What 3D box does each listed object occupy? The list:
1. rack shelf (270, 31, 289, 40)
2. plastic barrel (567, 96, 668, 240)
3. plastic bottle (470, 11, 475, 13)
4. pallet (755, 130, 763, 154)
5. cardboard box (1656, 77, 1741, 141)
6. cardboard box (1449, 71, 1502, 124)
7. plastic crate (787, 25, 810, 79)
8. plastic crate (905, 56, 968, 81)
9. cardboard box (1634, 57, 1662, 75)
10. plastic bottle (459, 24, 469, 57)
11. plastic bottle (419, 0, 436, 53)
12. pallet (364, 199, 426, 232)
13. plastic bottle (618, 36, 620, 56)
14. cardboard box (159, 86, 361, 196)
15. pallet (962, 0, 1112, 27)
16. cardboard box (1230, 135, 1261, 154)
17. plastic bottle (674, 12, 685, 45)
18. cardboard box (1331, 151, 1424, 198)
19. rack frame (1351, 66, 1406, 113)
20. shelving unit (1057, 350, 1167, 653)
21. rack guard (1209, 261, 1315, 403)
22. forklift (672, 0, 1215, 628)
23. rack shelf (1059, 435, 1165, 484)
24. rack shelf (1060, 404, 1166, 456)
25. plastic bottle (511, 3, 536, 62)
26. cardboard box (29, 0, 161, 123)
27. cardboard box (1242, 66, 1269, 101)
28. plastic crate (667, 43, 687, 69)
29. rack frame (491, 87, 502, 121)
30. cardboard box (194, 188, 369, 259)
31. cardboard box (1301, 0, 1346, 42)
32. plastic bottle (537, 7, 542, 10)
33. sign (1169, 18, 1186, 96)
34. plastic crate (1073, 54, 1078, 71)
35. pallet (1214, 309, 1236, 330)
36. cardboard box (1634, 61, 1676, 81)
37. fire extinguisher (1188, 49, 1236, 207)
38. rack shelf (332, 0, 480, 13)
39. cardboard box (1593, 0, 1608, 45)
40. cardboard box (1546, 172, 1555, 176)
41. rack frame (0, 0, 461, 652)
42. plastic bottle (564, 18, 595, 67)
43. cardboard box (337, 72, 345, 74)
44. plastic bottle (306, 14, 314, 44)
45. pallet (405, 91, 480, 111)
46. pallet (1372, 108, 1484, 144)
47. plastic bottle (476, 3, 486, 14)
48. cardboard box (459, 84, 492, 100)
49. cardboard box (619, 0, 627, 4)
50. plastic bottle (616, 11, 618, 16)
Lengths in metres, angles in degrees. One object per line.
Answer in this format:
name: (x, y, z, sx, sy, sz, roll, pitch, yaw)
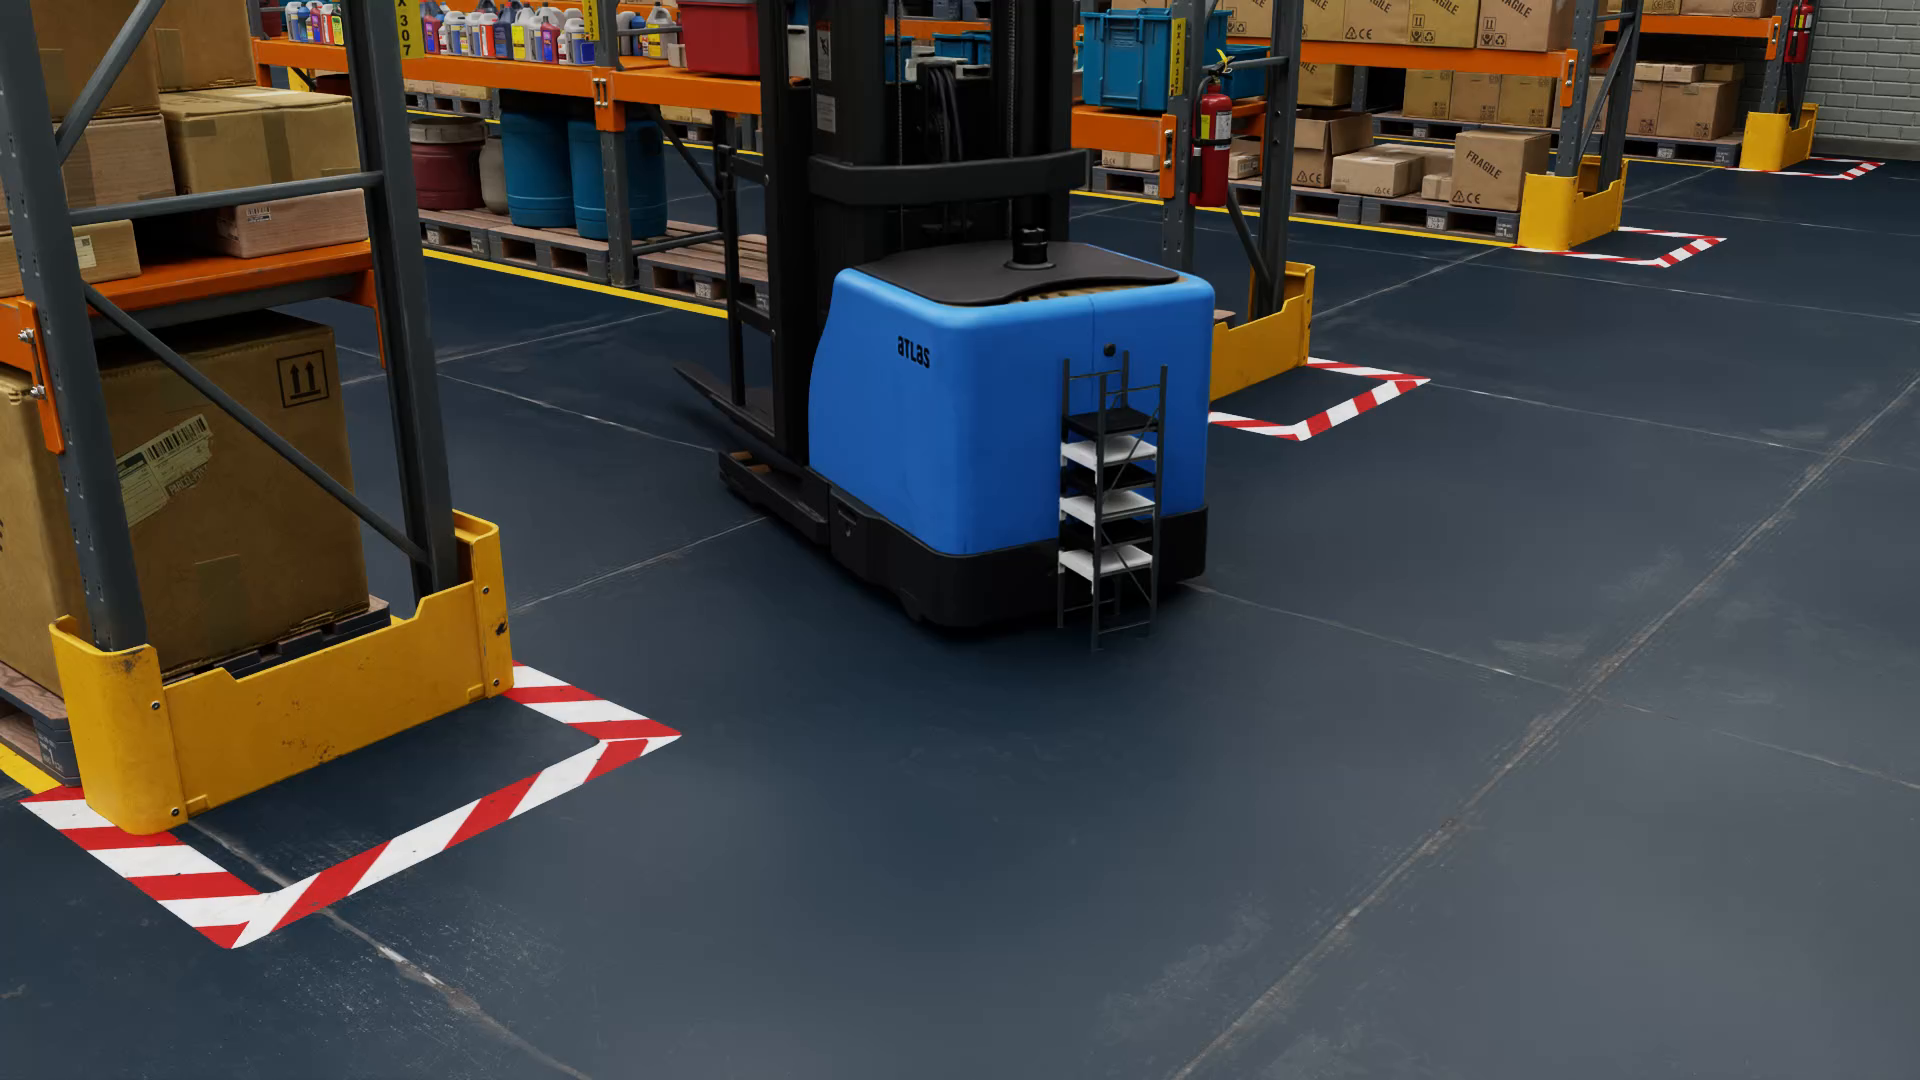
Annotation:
rack shelf: (-6.453, -4.100, 13.810, 4.000, 0.370, 1.077, 16, 26, 36)
plastic barrel: (-2.215, -2.439, 10.764, 0.708, 0.901, 0.600, 16, 26, 36)
plastic bottle: (-3.207, -3.352, 10.988, 0.097, 0.271, 0.097, 0, 21, 0)
pallet: (-1.214, -3.862, 16.111, 1.213, 0.211, 1.003, 16, 26, 36)
cardboard box: (6.953, -4.070, 15.657, 0.500, 0.500, 0.700, 16, 26, 36)
cardboard box: (5.362, -4.526, 16.866, 0.500, 0.500, 0.700, 16, 26, 36)
plastic crate: (-0.738, -2.680, 9.107, 0.530, 0.282, 0.437, 16, 26, 36)
plastic crate: (-0.139, -2.428, 8.645, 0.250, 0.136, 0.298, 16, 26, 36)
cardboard box: (6.590, -4.569, 16.061, 0.250, 0.149, 0.380, 16, 26, 37)
plastic bottle: (-3.199, -3.247, 10.810, 0.097, 0.201, 0.097, 0, 21, 0)
plastic bottle: (-3.577, -3.437, 11.101, 0.185, 0.351, 0.144, 16, 26, 36)
pallet: (-4.266, -2.522, 12.556, 1.213, 0.211, 1.003, 16, 26, 36)
plastic bottle: (-2.270, -3.256, 10.834, 0.097, 0.201, 0.097, 0, 21, 0)
cardboard box: (-2.038, -1.102, 4.630, 0.500, 0.250, 0.500, 15, 25, 35)
pallet: (0.781, -4.570, 14.308, 1.213, 0.211, 1.003, 16, 26, 36)
cardboard box: (2.533, -3.183, 13.544, 0.500, 0.311, 0.500, 16, 26, 36)
plastic bottle: (-1.819, -3.242, 10.680, 0.133, 0.283, 0.061, 16, 26, 36)
cardboard box: (3.136, -2.753, 12.490, 0.500, 0.250, 0.500, 16, 26, 36)
rack frame: (4.460, -5.807, 17.315, 0.127, 3.000, 1.000, 16, 26, 36)
shelving unit: (0.470, -0.119, 5.209, 0.258, 0.900, 0.210, -11, 23, -27)
rack guard: (1.322, -1.035, 8.203, 0.348, 0.500, 1.175, 16, 26, 36)
forklift: (-0.312, -1.571, 6.182, 1.130, 2.935, 3.031, -11, 23, -27)
rack shelf: (0.470, -0.257, 5.157, 0.258, 0.077, 0.200, -11, 23, -27)
rack shelf: (0.470, -0.341, 5.126, 0.258, 0.077, 0.200, -11, 23, -27)
plastic bottle: (-2.723, -3.191, 10.449, 0.185, 0.351, 0.144, 16, 26, 36)
cardboard box: (-2.381, -1.309, 4.116, 0.500, 0.500, 0.500, 16, 26, 37)
cardboard box: (3.184, -5.304, 18.434, 0.750, 0.750, 0.750, 17, 27, 38)
plastic crate: (-1.534, -2.860, 9.791, 0.243, 0.136, 0.396, 16, 26, 36)
rack frame: (-4.867, -6.237, 18.455, 0.127, 3.000, 1.000, 16, 26, 36)
cardboard box: (-1.903, -0.904, 4.670, 0.250, 0.149, 0.380, 16, 26, 37)
cardboard box: (2.733, -3.972, 12.307, 0.500, 0.500, 0.500, 16, 26, 36)
plastic bottle: (-2.891, -3.537, 11.480, 0.097, 0.271, 0.097, 0, 21, 0)
sign: (0.959, -2.128, 7.330, 0.005, 0.325, 0.100, 16, 26, 36)
plastic crate: (0.590, -2.501, 8.839, 0.298, 0.136, 0.250, 16, 26, 36)
pallet: (0.680, -1.096, 8.775, 1.213, 0.211, 1.003, 16, 26, 36)
cardboard box: (6.540, -4.409, 15.637, 0.250, 0.149, 0.380, 17, 26, 38)
fire extinguisher: (1.124, -1.837, 7.428, 0.183, 0.674, 0.296, 16, 26, 36)
rack shelf: (-6.417, -6.346, 19.765, 4.000, 0.370, 1.077, 16, 26, 36)
cardboard box: (4.253, -3.777, 11.791, 0.500, 0.500, 0.500, 17, 26, 37)
cardboard box: (4.322, -2.619, 12.278, 0.250, 0.149, 0.380, 16, 26, 36)
rack frame: (-1.837, -0.852, 4.177, 0.127, 3.000, 1.000, 16, 26, 36)
plastic bottle: (-2.314, -3.040, 10.154, 0.135, 0.276, 0.152, 16, 26, 36)
cardboard box: (-7.302, -5.748, 20.461, 0.500, 0.250, 0.500, 16, 26, 36)
plastic bottle: (-4.624, -3.658, 11.899, 0.097, 0.201, 0.097, 0, 21, 0)
pallet: (-6.406, -5.393, 20.169, 1.213, 0.211, 1.003, 16, 26, 36)
pallet: (5.000, -4.311, 17.301, 1.213, 0.211, 1.003, 16, 26, 36)
plastic bottle: (-3.382, -3.627, 11.700, 0.133, 0.283, 0.061, 16, 26, 36)
cardboard box: (-5.365, -5.190, 18.982, 0.500, 0.250, 0.500, 16, 26, 36)
cardboard box: (-3.486, -5.878, 17.363, 0.500, 0.500, 0.500, 16, 26, 36)
plastic bottle: (-2.278, -3.361, 11.011, 0.097, 0.271, 0.097, 0, 21, 0)
